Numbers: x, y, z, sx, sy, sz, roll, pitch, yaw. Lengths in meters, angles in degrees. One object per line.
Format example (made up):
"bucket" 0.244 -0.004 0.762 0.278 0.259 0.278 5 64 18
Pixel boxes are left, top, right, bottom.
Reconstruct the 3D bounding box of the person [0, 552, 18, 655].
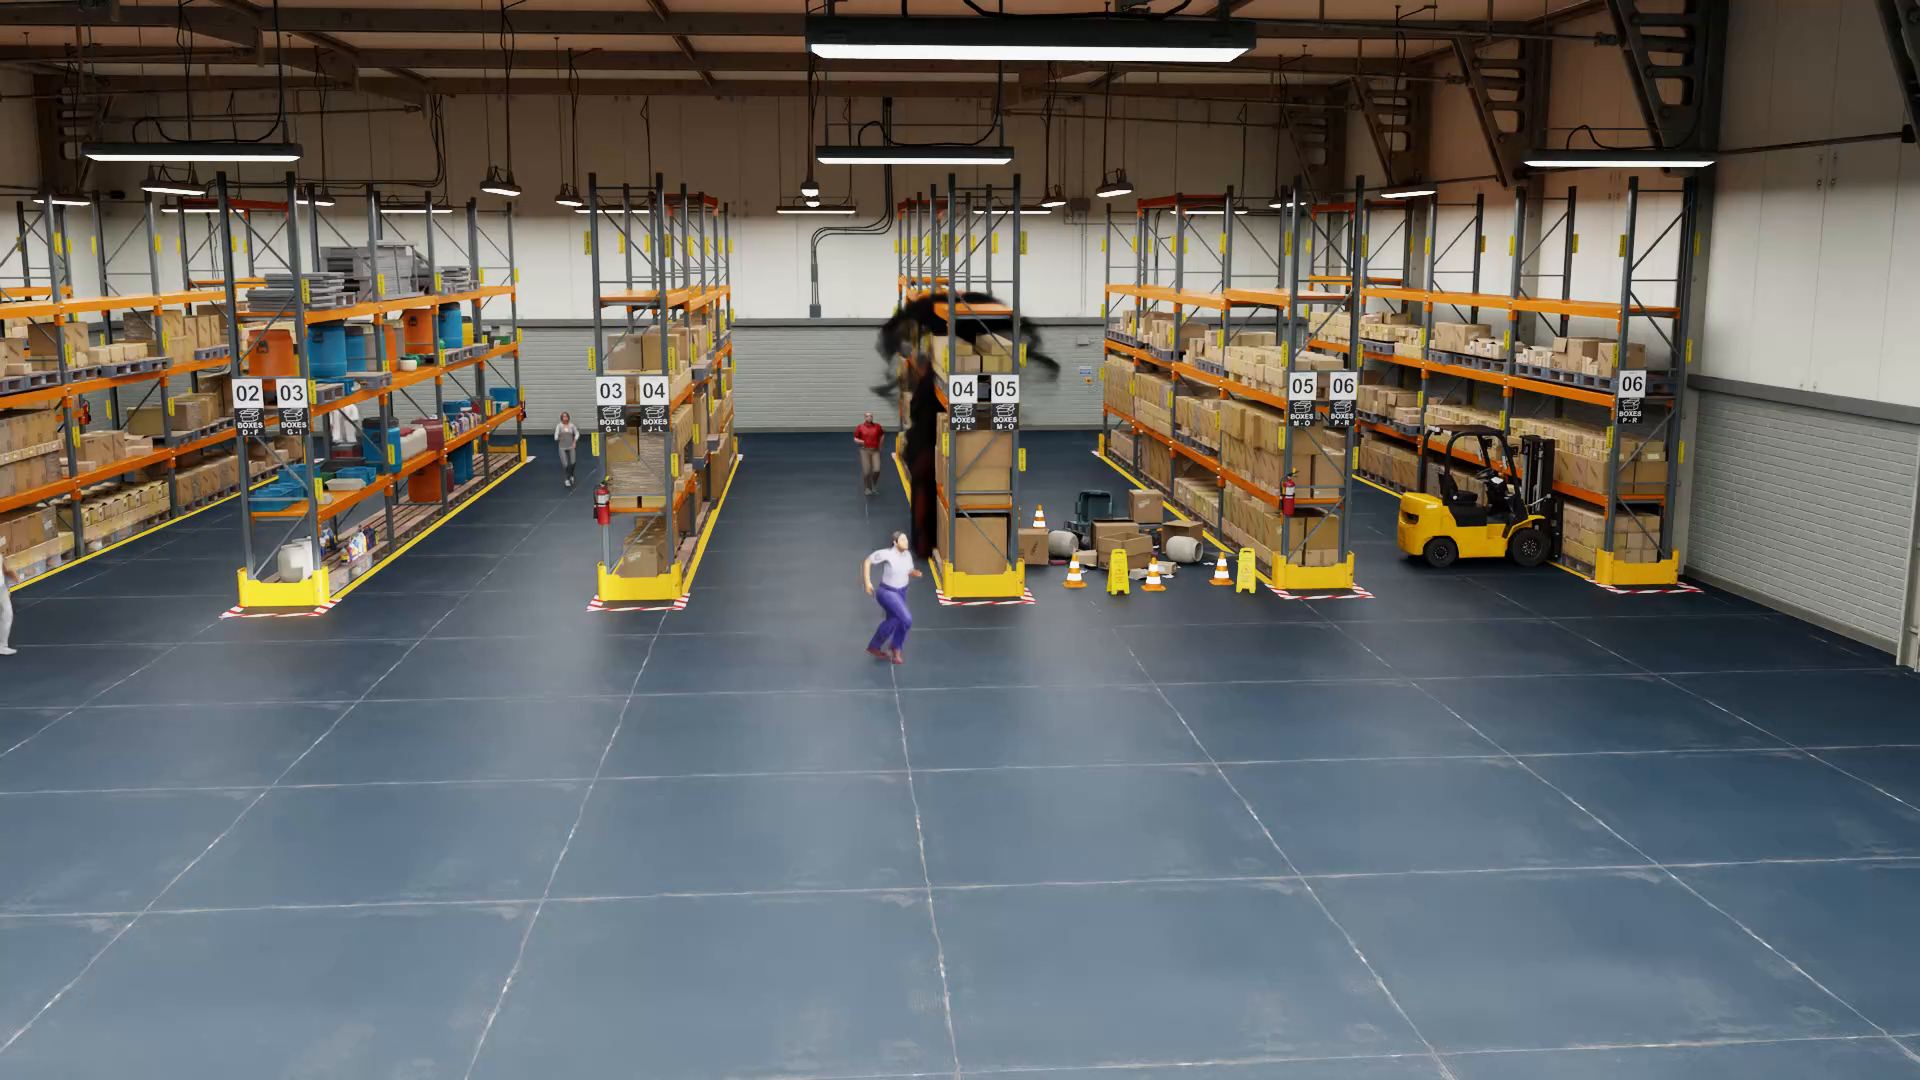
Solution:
"person" -12.027 0.572 20.516 0.713 1.722 0.707 3 10 15

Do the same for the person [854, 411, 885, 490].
"person" -1.812 -1.794 33.701 0.648 1.603 0.613 -2 10 -10

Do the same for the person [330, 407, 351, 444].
"person" -13.666 -2.360 36.897 0.650 1.837 0.910 -2 10 -14

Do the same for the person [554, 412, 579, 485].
"person" -8.243 -1.909 34.930 0.521 1.560 0.564 -3 10 -16

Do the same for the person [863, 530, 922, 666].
"person" -0.818 0.699 20.104 0.796 1.626 0.630 7 12 34
